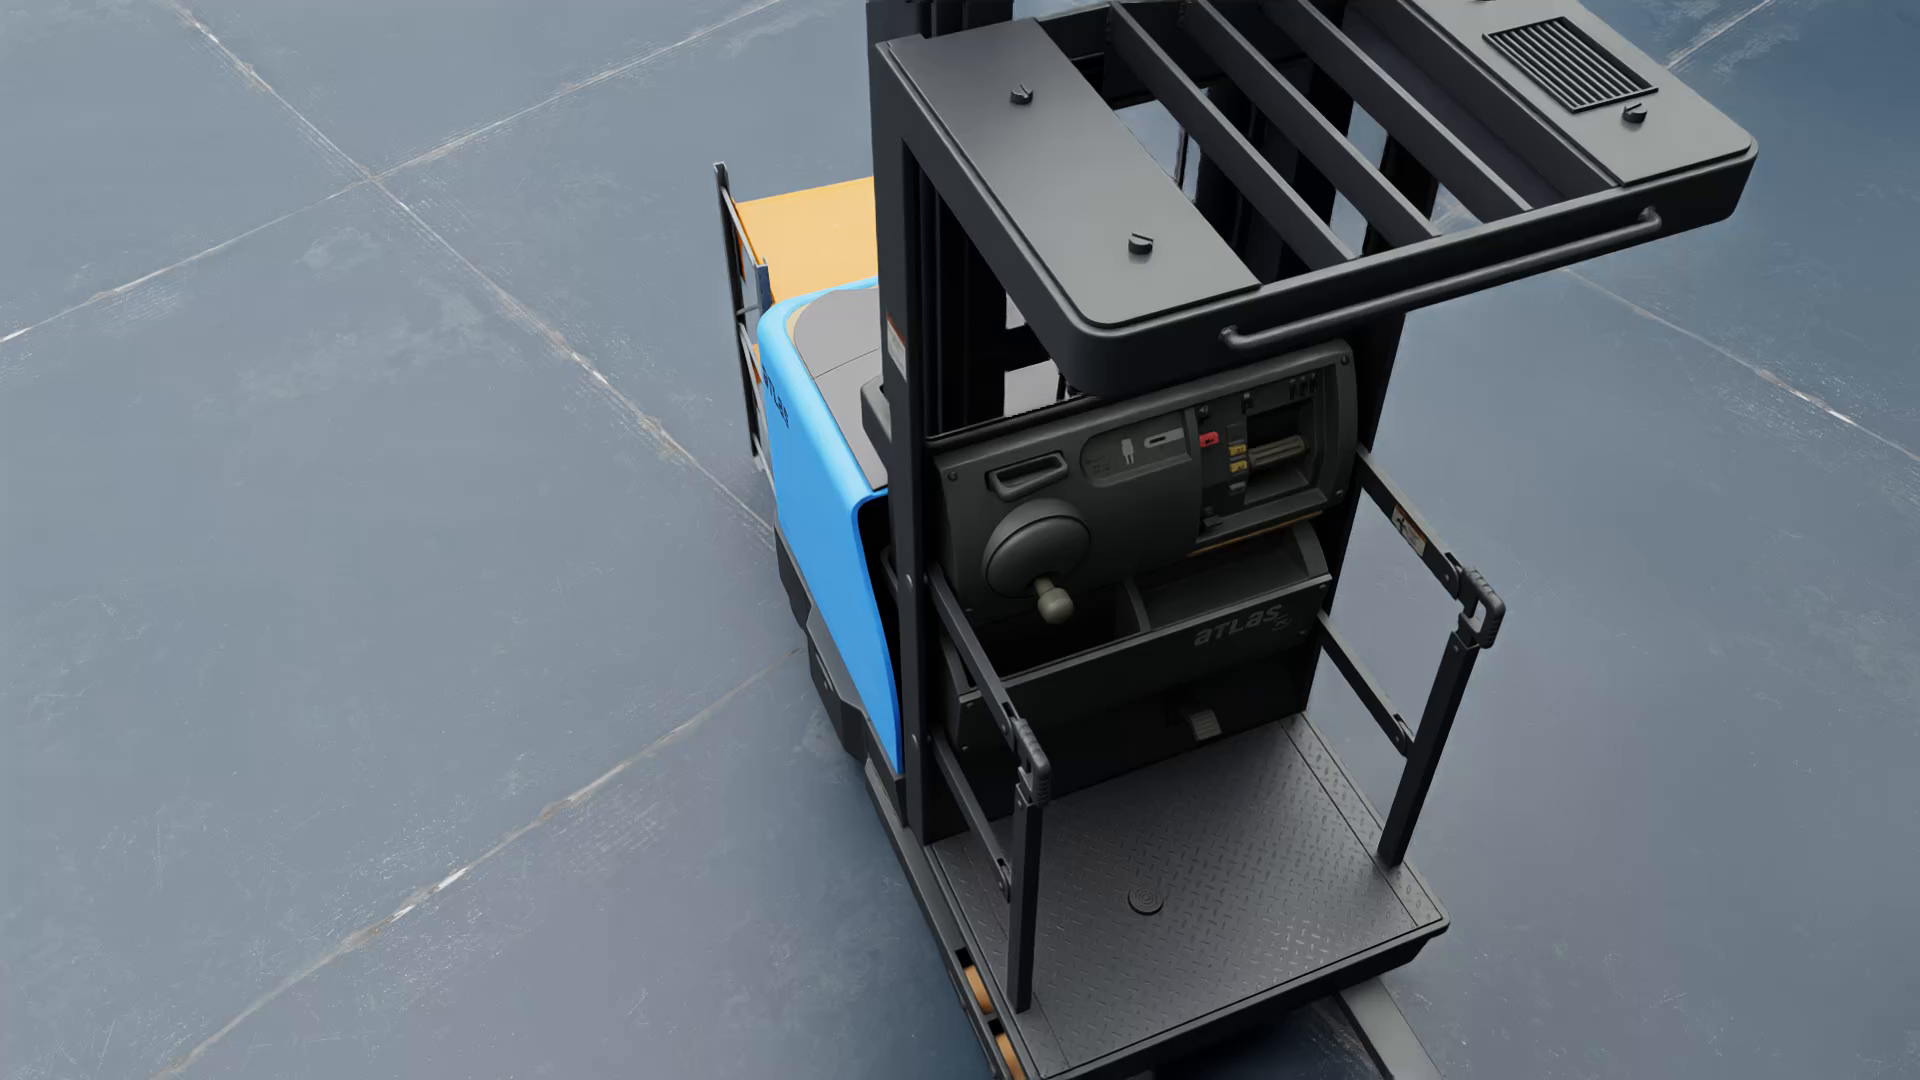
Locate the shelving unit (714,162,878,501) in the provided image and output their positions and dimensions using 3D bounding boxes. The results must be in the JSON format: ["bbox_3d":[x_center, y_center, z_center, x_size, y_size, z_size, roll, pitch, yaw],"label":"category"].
[{"bbox_3d":[-0.121,-0.636,5.071,1.048,1.125,0.538,-14,49,-13],"label":"shelving unit"}]

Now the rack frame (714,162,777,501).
[{"bbox_3d":[-0.602,-0.514,4.958,0.032,1.125,0.500,-14,49,-13],"label":"rack frame"}]

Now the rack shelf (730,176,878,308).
[{"bbox_3d":[-0.121,-0.834,4.856,1.000,0.278,0.538,-14,49,-13],"label":"rack shelf"}]

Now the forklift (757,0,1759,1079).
[{"bbox_3d":[0.486,-0.017,3.272,1.130,2.935,3.031,-17,50,-15],"label":"forklift"}]

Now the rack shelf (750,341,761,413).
[{"bbox_3d":[-0.121,-0.470,5.251,1.000,0.278,0.538,-14,49,-13],"label":"rack shelf"}]
